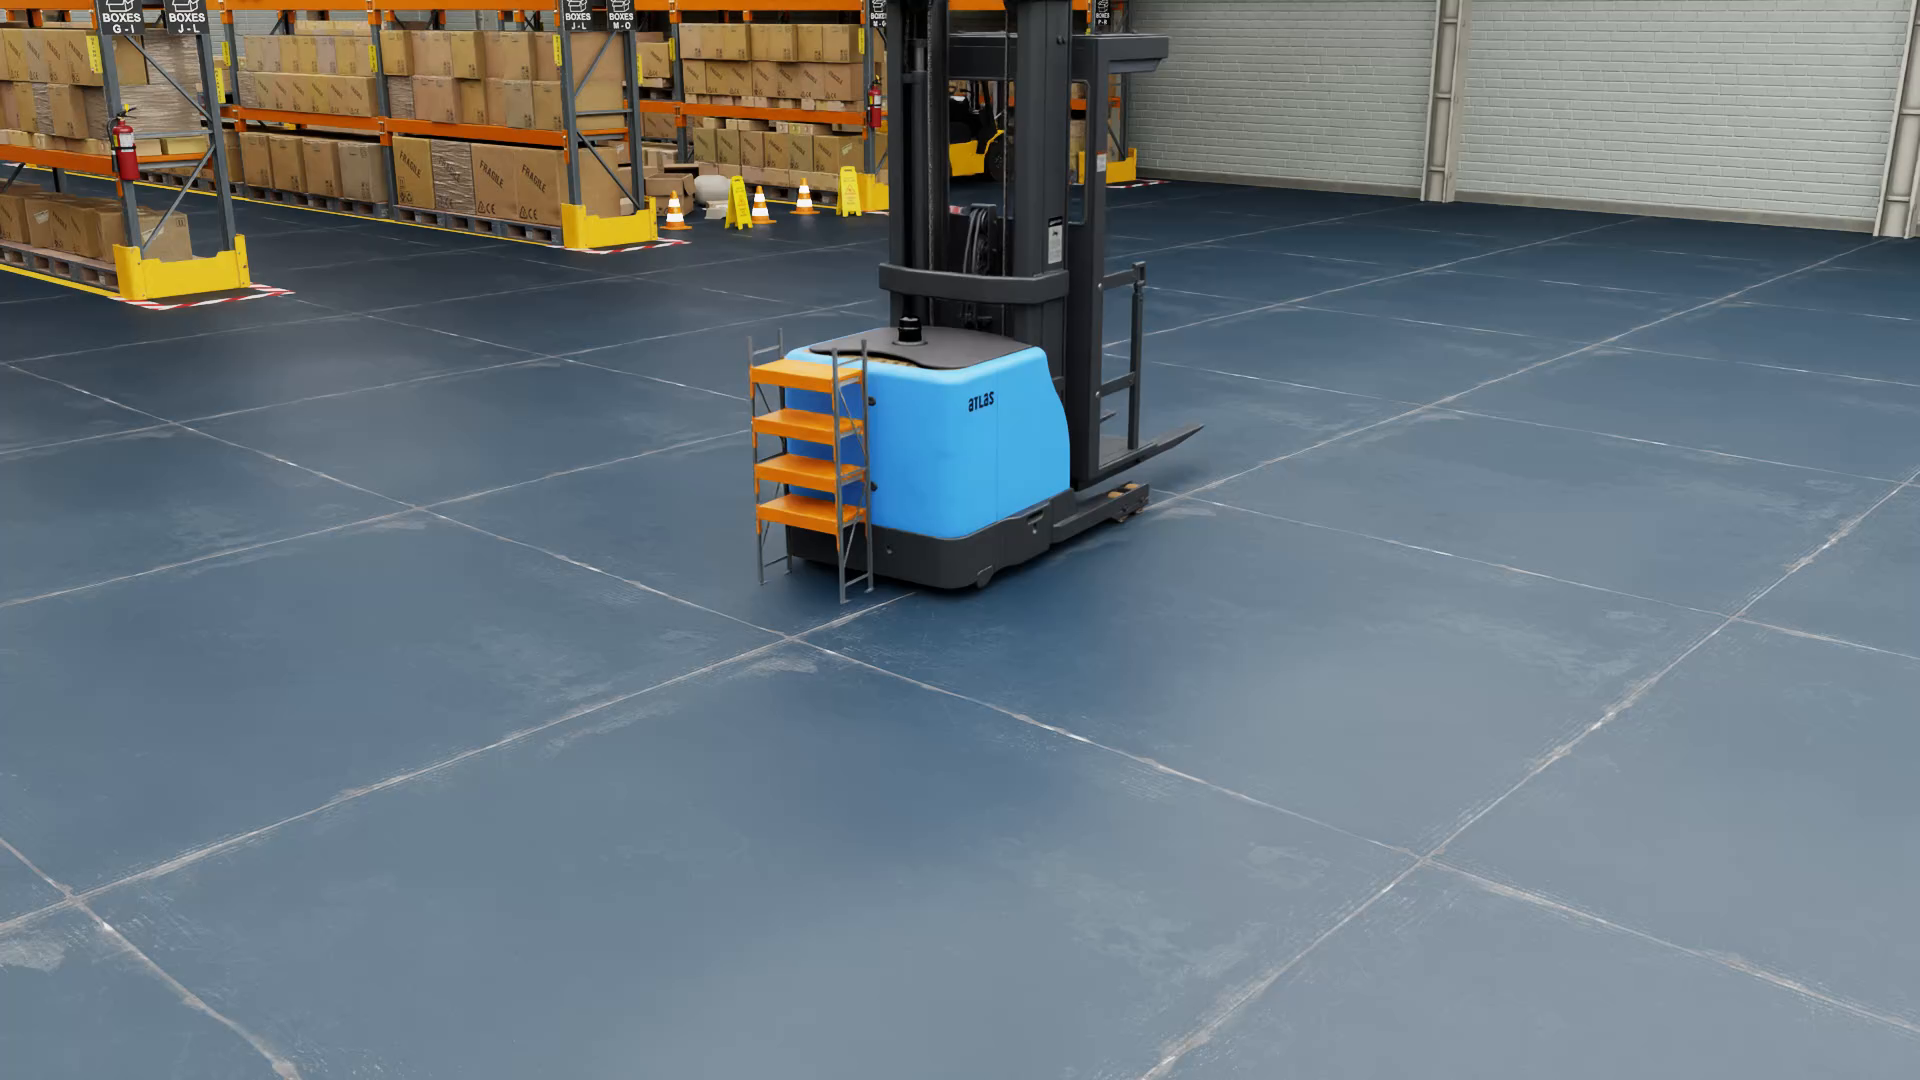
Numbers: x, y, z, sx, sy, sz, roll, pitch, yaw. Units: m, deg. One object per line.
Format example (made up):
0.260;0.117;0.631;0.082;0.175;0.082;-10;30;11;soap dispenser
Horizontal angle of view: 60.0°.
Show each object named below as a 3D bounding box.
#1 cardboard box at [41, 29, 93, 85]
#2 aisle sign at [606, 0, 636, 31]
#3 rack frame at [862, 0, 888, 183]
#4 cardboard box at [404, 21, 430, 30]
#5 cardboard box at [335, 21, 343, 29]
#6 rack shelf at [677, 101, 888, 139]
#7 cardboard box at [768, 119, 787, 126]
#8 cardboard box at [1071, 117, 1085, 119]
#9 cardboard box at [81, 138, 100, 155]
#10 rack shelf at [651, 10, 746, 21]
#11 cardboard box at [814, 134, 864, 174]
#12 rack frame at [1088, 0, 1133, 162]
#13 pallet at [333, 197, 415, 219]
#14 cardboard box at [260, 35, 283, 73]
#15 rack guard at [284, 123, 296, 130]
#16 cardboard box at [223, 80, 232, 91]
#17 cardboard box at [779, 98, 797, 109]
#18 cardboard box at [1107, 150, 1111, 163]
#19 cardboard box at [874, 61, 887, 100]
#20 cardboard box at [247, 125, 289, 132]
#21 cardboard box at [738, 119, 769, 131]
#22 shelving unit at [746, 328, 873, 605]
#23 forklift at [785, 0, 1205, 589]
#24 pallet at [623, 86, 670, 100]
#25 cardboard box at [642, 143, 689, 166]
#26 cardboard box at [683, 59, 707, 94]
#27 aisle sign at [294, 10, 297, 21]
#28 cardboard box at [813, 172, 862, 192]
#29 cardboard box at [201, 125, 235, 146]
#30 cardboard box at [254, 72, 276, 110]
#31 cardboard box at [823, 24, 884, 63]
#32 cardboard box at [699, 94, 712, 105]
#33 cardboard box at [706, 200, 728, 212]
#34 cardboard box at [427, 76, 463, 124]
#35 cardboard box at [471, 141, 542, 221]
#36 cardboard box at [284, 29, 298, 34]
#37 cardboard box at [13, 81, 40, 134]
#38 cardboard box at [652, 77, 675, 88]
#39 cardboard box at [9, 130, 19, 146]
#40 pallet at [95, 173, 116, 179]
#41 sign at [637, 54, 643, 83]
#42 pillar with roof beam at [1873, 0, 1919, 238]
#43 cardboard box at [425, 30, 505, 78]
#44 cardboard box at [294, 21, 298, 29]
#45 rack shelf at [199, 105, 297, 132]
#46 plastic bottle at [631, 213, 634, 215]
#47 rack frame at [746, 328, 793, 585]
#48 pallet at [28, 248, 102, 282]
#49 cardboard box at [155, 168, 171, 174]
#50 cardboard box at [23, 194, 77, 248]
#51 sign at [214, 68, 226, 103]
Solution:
-8.463;-4.666;16.044;0.500;0.500;0.500;15;23;39;cardboard box
-3.889;-6.241;19.020;0.004;0.787;0.394;15;23;39;aisle sign
-0.931;-6.088;22.837;0.127;3.000;1.000;15;23;39;rack frame
-9.971;-9.453;30.549;0.250;0.149;0.380;15;23;38;cardboard box
-11.456;-9.638;31.131;0.250;0.149;0.380;15;23;39;cardboard box
-2.427;-6.147;24.211;4.000;0.370;1.077;15;23;39;rack shelf
-3.166;-7.758;31.330;0.625;0.625;0.875;16;24;41;cardboard box
1.750;-6.817;27.331;0.500;0.250;0.500;15;23;39;cardboard box
-8.267;-3.826;16.123;0.250;0.149;0.380;15;23;39;cardboard box
-5.119;-10.307;32.359;4.000;0.370;1.077;15;23;39;rack shelf
-1.704;-5.437;23.397;0.500;0.500;0.500;15;23;40;cardboard box
2.360;-7.212;26.378;0.127;3.000;1.000;15;23;39;rack frame
-7.760;-4.560;22.631;1.213;0.211;1.003;15;23;39;pallet
-9.417;-6.885;23.529;0.500;0.500;0.700;15;23;38;cardboard box
-12.917;-8.114;33.353;0.348;0.500;1.175;15;23;39;rack guard
-10.799;-6.630;24.264;0.250;0.149;0.380;16;23;40;cardboard box
-2.356;-6.236;23.718;0.250;0.149;0.380;15;23;39;cardboard box
2.123;-6.244;27.180;0.500;0.250;0.500;15;23;39;cardboard box
-1.102;-6.435;23.274;0.500;0.500;0.500;15;23;38;cardboard box
-10.480;-6.114;25.115;0.500;0.250;0.500;14;22;37;cardboard box
-3.019;-6.073;24.328;0.250;0.149;0.380;17;24;42;cardboard box
-0.691;-0.345;7.708;0.503;1.200;0.258;11;22;32;shelving unit
0.375;-1.561;8.684;1.130;2.935;3.031;11;21;32;forklift
-5.407;-7.215;26.704;1.213;0.211;1.003;15;23;39;pallet
-4.857;-6.087;26.484;0.950;0.372;0.625;-17;24;-42;cardboard box
-3.779;-6.929;24.830;0.500;0.500;0.500;15;23;39;cardboard box
-13.145;-10.489;32.405;0.004;0.787;0.394;15;23;39;aisle sign
-1.733;-5.084;23.524;0.500;0.250;0.500;15;23;39;cardboard box
-11.196;-6.097;25.064;0.500;0.250;0.500;15;23;40;cardboard box
-9.586;-6.349;23.494;0.500;0.500;0.500;15;23;39;cardboard box
-1.458;-6.807;22.793;0.500;0.500;0.700;14;23;38;cardboard box
-3.677;-6.597;24.855;0.250;0.149;0.380;16;24;41;cardboard box
-3.252;-4.535;22.657;0.380;0.149;0.250;-6;18;-18;cardboard box
-6.097;-5.511;20.770;0.550;0.550;0.875;15;23;39;cardboard box
-5.352;-4.433;20.439;0.875;0.875;0.875;15;23;38;cardboard box
-12.729;-9.664;32.286;0.500;0.500;0.500;14;23;38;cardboard box
-9.068;-4.439;16.982;0.500;0.500;0.875;15;23;39;cardboard box
-4.491;-7.013;25.471;0.250;0.149;0.380;15;23;40;cardboard box
-9.589;-4.173;17.217;0.250;0.149;0.380;15;23;39;cardboard box
-13.643;-6.155;27.657;1.213;0.211;1.003;15;23;39;pallet
-3.769;-5.523;19.493;0.005;0.325;0.100;15;23;39;sign
8.556;-7.032;15.892;0.400;9.000;9.100;15;23;39;pillar with roof beam
-6.079;-6.032;20.626;0.550;0.550;0.875;15;23;39;cardboard box
-12.817;-10.000;32.273;0.250;0.149;0.380;16;23;40;cardboard box
-11.621;-6.613;25.679;4.000;0.370;1.077;15;23;39;rack shelf
-4.278;-4.337;22.176;0.283;0.061;0.133;7;19;21;plastic bottle
-0.894;-0.386;7.836;0.015;1.200;0.240;11;22;32;rack frame
-9.059;-2.948;17.553;1.213;0.211;1.003;15;23;39;pallet
-12.343;-6.052;26.160;0.500;0.500;0.500;16;24;42;cardboard box
-9.795;-3.455;17.979;0.500;0.500;0.500;-10;20;-28;cardboard box
-7.149;-4.381;16.028;0.005;0.325;0.100;15;23;39;sign
